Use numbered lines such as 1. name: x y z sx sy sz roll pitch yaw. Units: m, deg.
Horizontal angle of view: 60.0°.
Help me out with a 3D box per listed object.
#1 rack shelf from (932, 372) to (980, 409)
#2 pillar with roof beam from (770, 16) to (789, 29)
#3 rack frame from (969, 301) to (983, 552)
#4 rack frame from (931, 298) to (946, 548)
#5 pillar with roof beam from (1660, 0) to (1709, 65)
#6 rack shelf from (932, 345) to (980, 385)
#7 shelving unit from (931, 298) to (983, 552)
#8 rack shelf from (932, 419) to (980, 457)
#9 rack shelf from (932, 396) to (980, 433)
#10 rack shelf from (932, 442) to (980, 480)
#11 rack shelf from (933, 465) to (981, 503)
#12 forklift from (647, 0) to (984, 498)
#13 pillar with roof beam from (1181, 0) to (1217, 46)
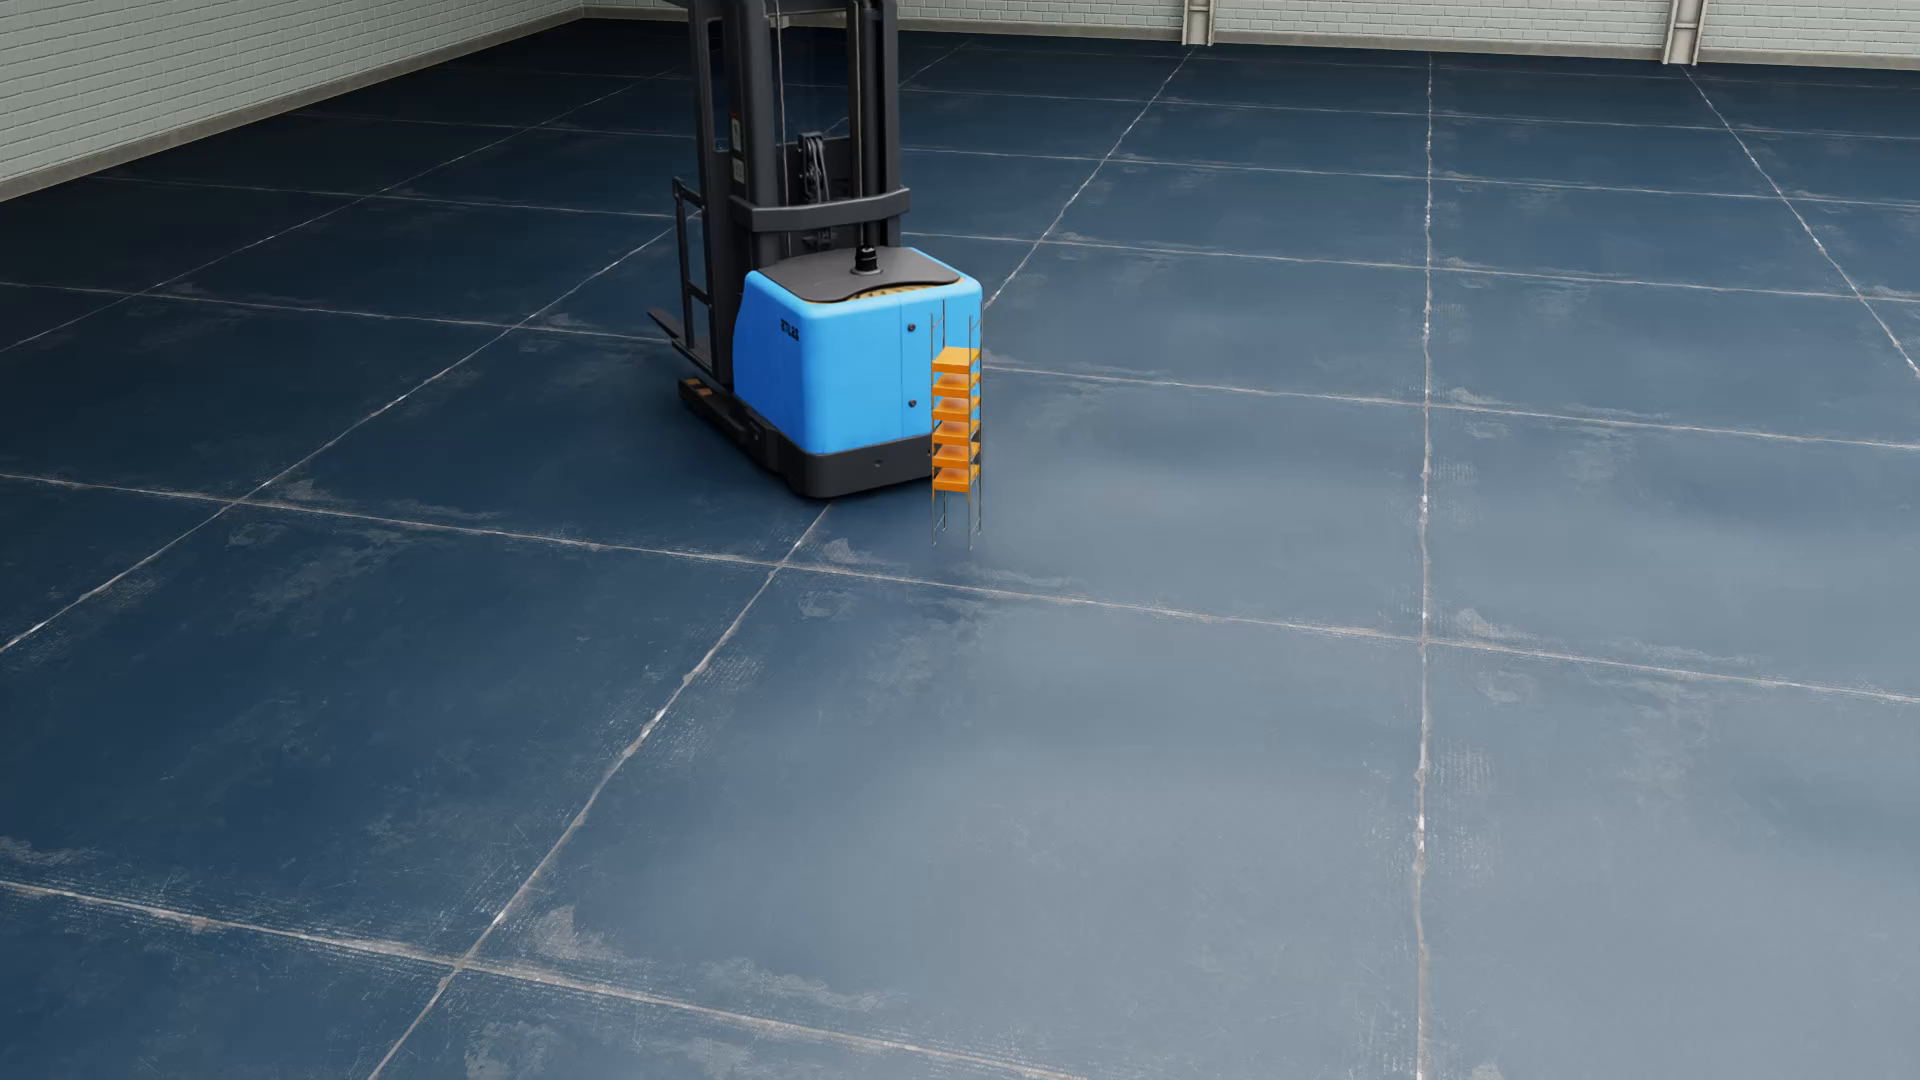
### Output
1. rack shelf: -0.014 -0.720 7.911 0.180 0.103 0.258 6 26 13
2. pillar with roof beam: -3.716 -9.527 17.792 0.400 9.000 9.100 6 26 13
3. rack frame: 0.075 -0.533 7.975 0.006 1.200 0.240 6 26 13
4. rack frame: -0.103 -0.553 8.016 0.006 1.200 0.240 6 26 13
5. pillar with roof beam: 7.906 -8.242 15.093 0.400 9.000 9.100 6 26 13
6. rack shelf: -0.014 -0.828 7.860 0.180 0.103 0.258 6 26 13
7. shelving unit: -0.014 -0.543 7.995 0.189 1.200 0.258 6 26 13
8. rack shelf: -0.014 -0.503 8.014 0.180 0.103 0.258 6 26 13
9. rack shelf: -0.014 -0.612 7.963 0.180 0.103 0.258 6 26 13
10. rack shelf: -0.014 -0.395 8.066 0.180 0.103 0.258 6 26 13
11. rack shelf: -0.014 -0.286 8.118 0.180 0.103 0.258 6 26 13
12. forklift: -1.026 -2.134 9.323 1.130 2.935 3.031 -13 29 -26
13. pillar with roof beam: 2.095 -8.884 16.443 0.400 9.000 9.100 6 26 13
